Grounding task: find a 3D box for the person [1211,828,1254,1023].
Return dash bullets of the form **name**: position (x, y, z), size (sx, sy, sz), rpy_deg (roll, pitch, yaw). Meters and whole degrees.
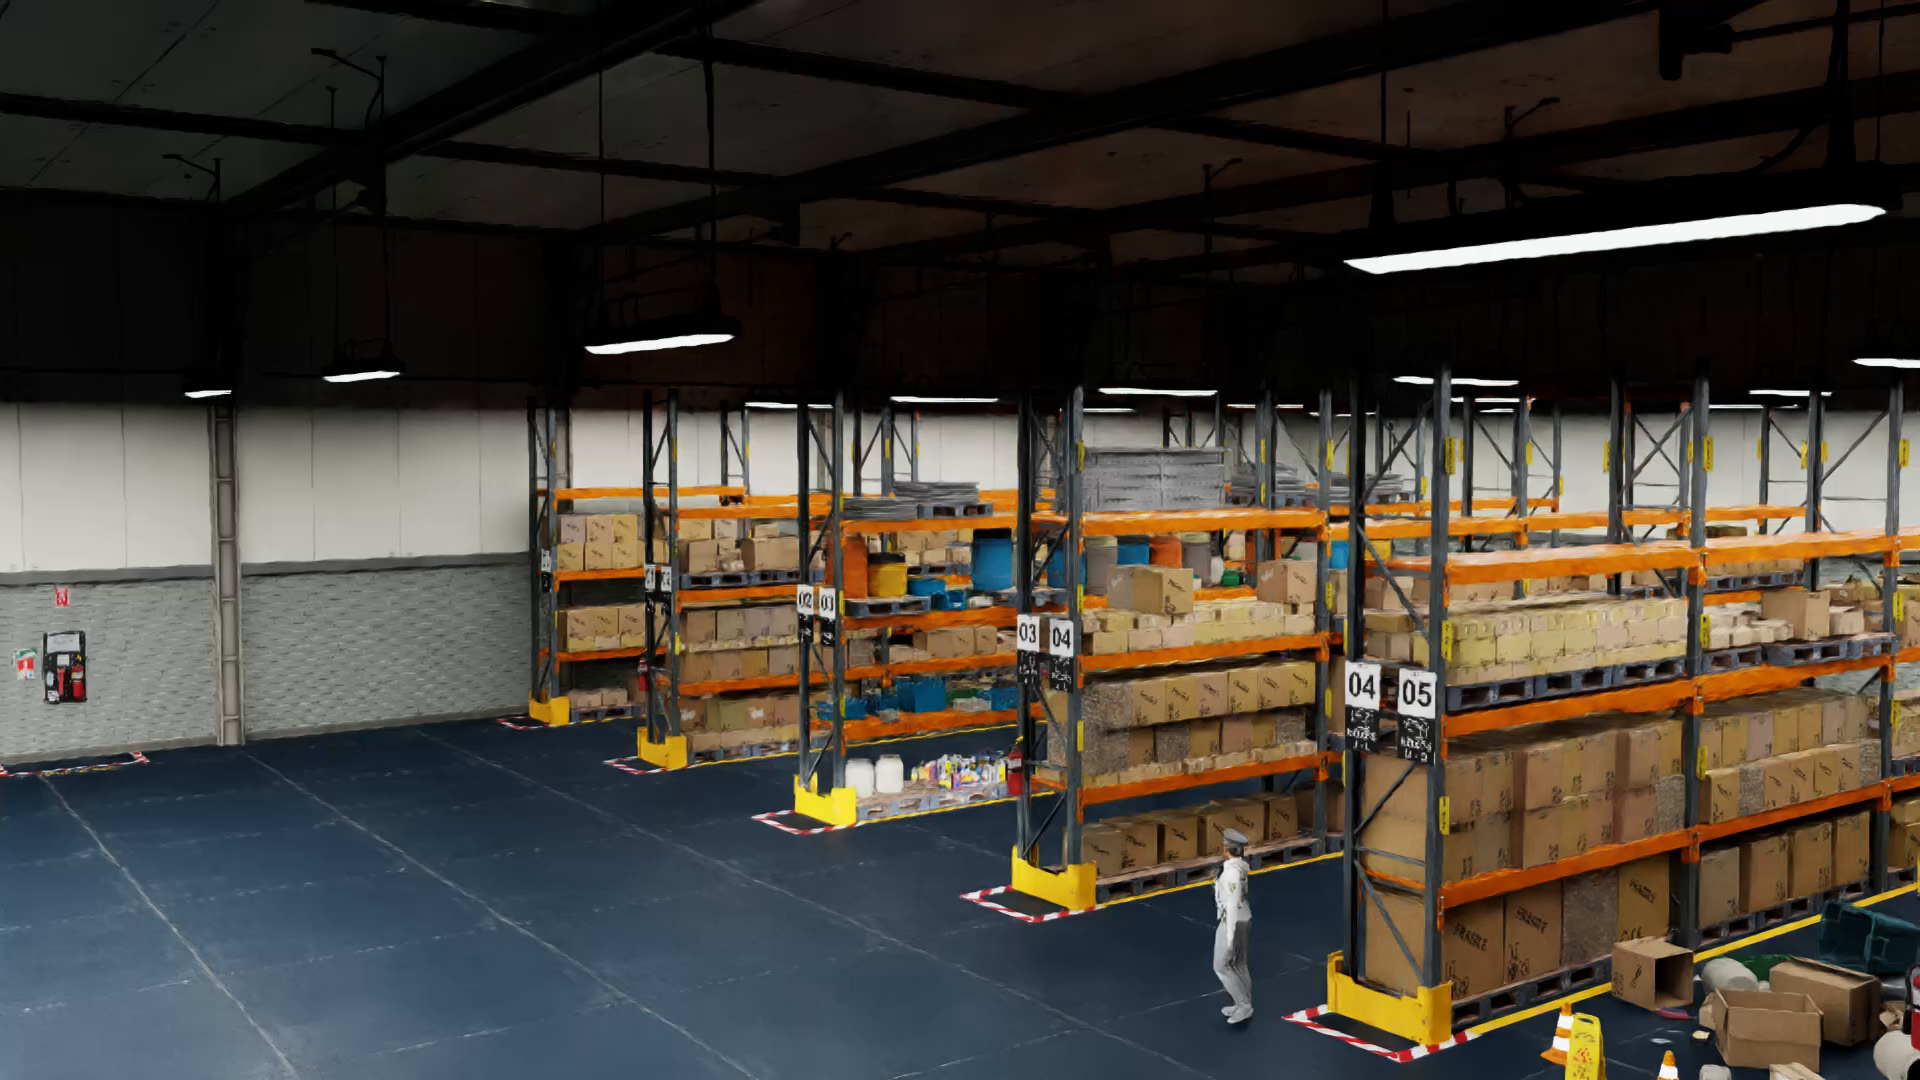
- **person**: position (2.459, 3.441, 14.867), size (0.392, 1.670, 0.583), rpy_deg (1, 4, 22)
